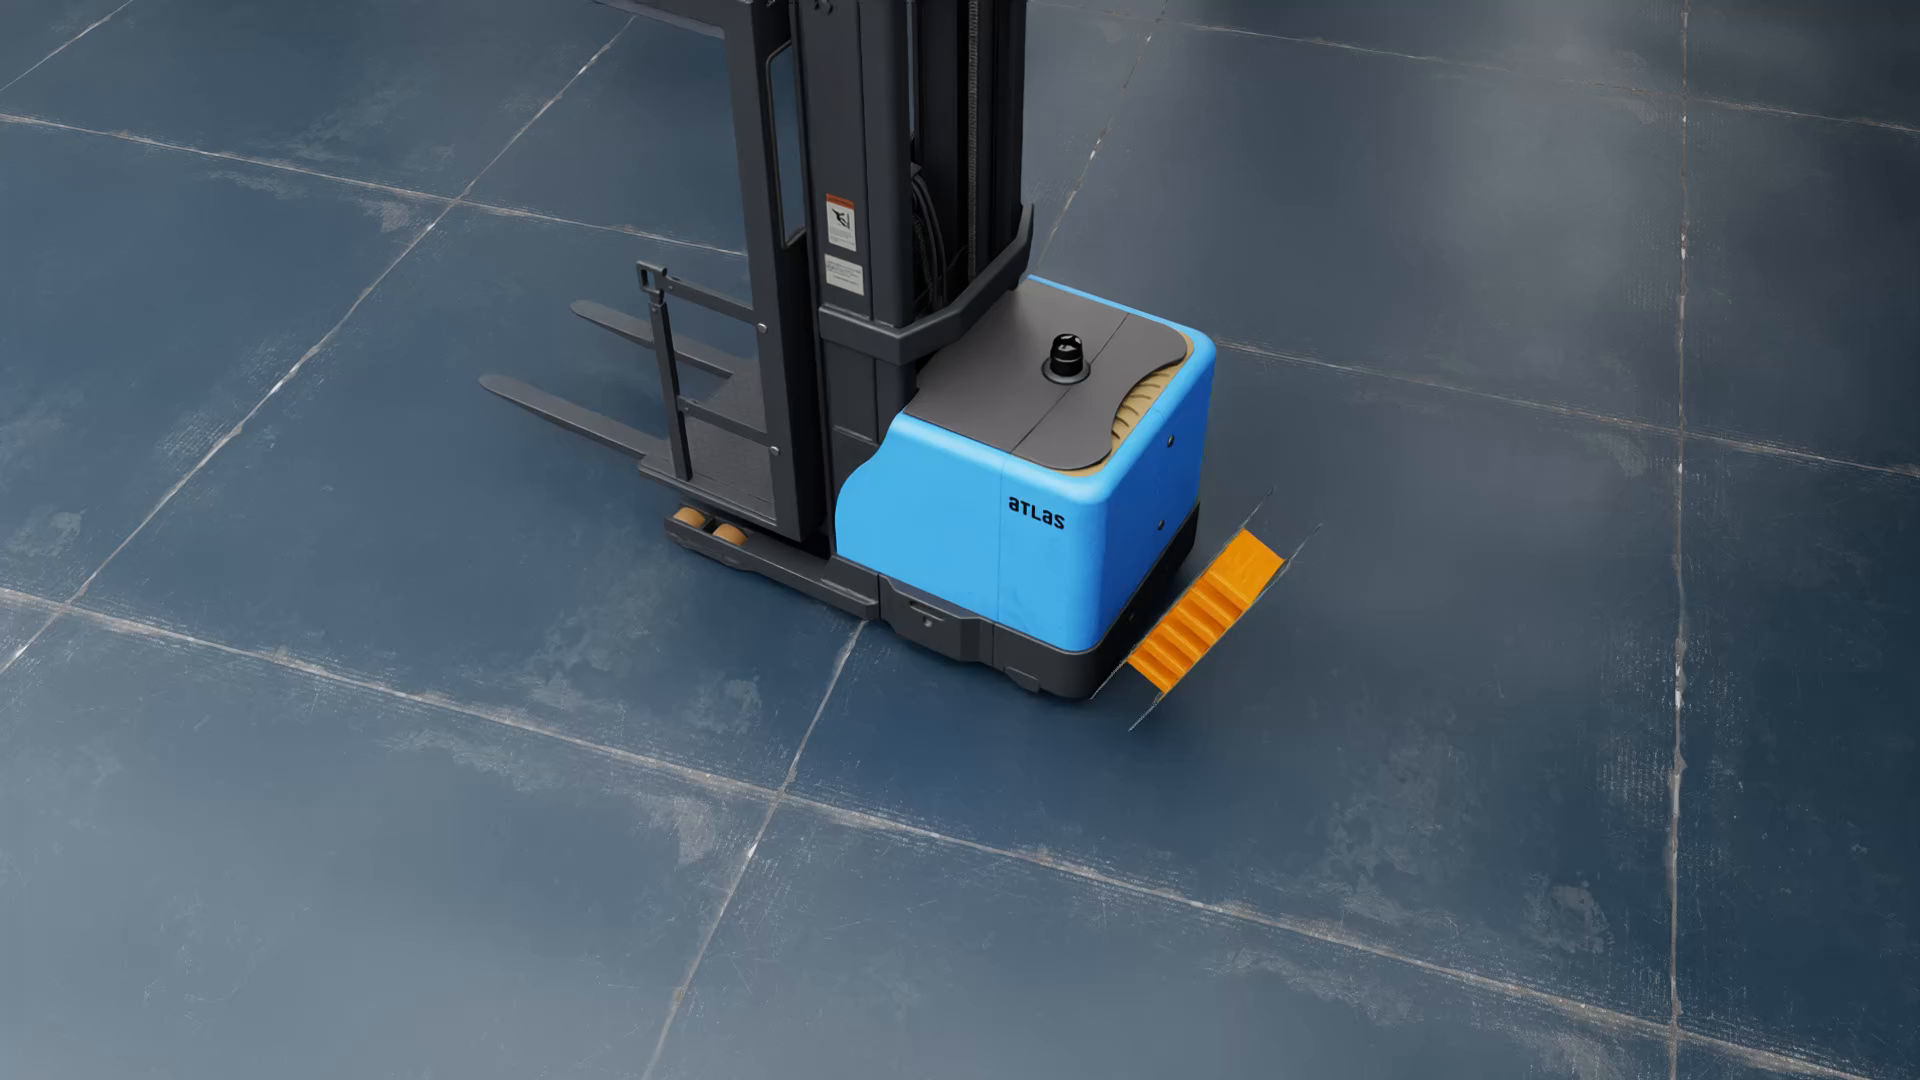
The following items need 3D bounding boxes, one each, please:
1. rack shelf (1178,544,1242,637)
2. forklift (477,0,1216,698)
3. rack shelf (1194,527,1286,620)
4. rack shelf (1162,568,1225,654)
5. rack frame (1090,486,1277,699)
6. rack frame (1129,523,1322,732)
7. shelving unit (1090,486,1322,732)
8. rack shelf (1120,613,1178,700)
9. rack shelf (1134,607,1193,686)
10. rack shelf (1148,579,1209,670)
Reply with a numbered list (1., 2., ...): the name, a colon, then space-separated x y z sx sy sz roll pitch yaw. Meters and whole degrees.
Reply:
1. rack shelf: 0.868 0.165 5.479 0.180 0.103 0.258 40 54 6
2. forklift: -0.597 -1.241 5.922 3.031 2.935 1.130 22 49 21
3. rack shelf: 0.907 0.104 5.383 0.180 0.103 0.258 40 54 6
4. rack shelf: 0.830 0.226 5.575 0.180 0.103 0.258 40 54 6
5. rack frame: 0.736 0.205 5.645 0.006 1.200 0.240 40 54 6
6. rack frame: 0.875 0.322 5.627 0.006 1.200 0.240 40 54 6
7. shelving unit: 0.806 0.264 5.636 0.189 1.200 0.258 40 54 6
8. rack shelf: 0.715 0.408 5.863 0.180 0.103 0.258 40 54 6
9. rack shelf: 0.753 0.347 5.767 0.180 0.103 0.258 40 54 6
10. rack shelf: 0.791 0.286 5.671 0.180 0.103 0.258 40 54 6
